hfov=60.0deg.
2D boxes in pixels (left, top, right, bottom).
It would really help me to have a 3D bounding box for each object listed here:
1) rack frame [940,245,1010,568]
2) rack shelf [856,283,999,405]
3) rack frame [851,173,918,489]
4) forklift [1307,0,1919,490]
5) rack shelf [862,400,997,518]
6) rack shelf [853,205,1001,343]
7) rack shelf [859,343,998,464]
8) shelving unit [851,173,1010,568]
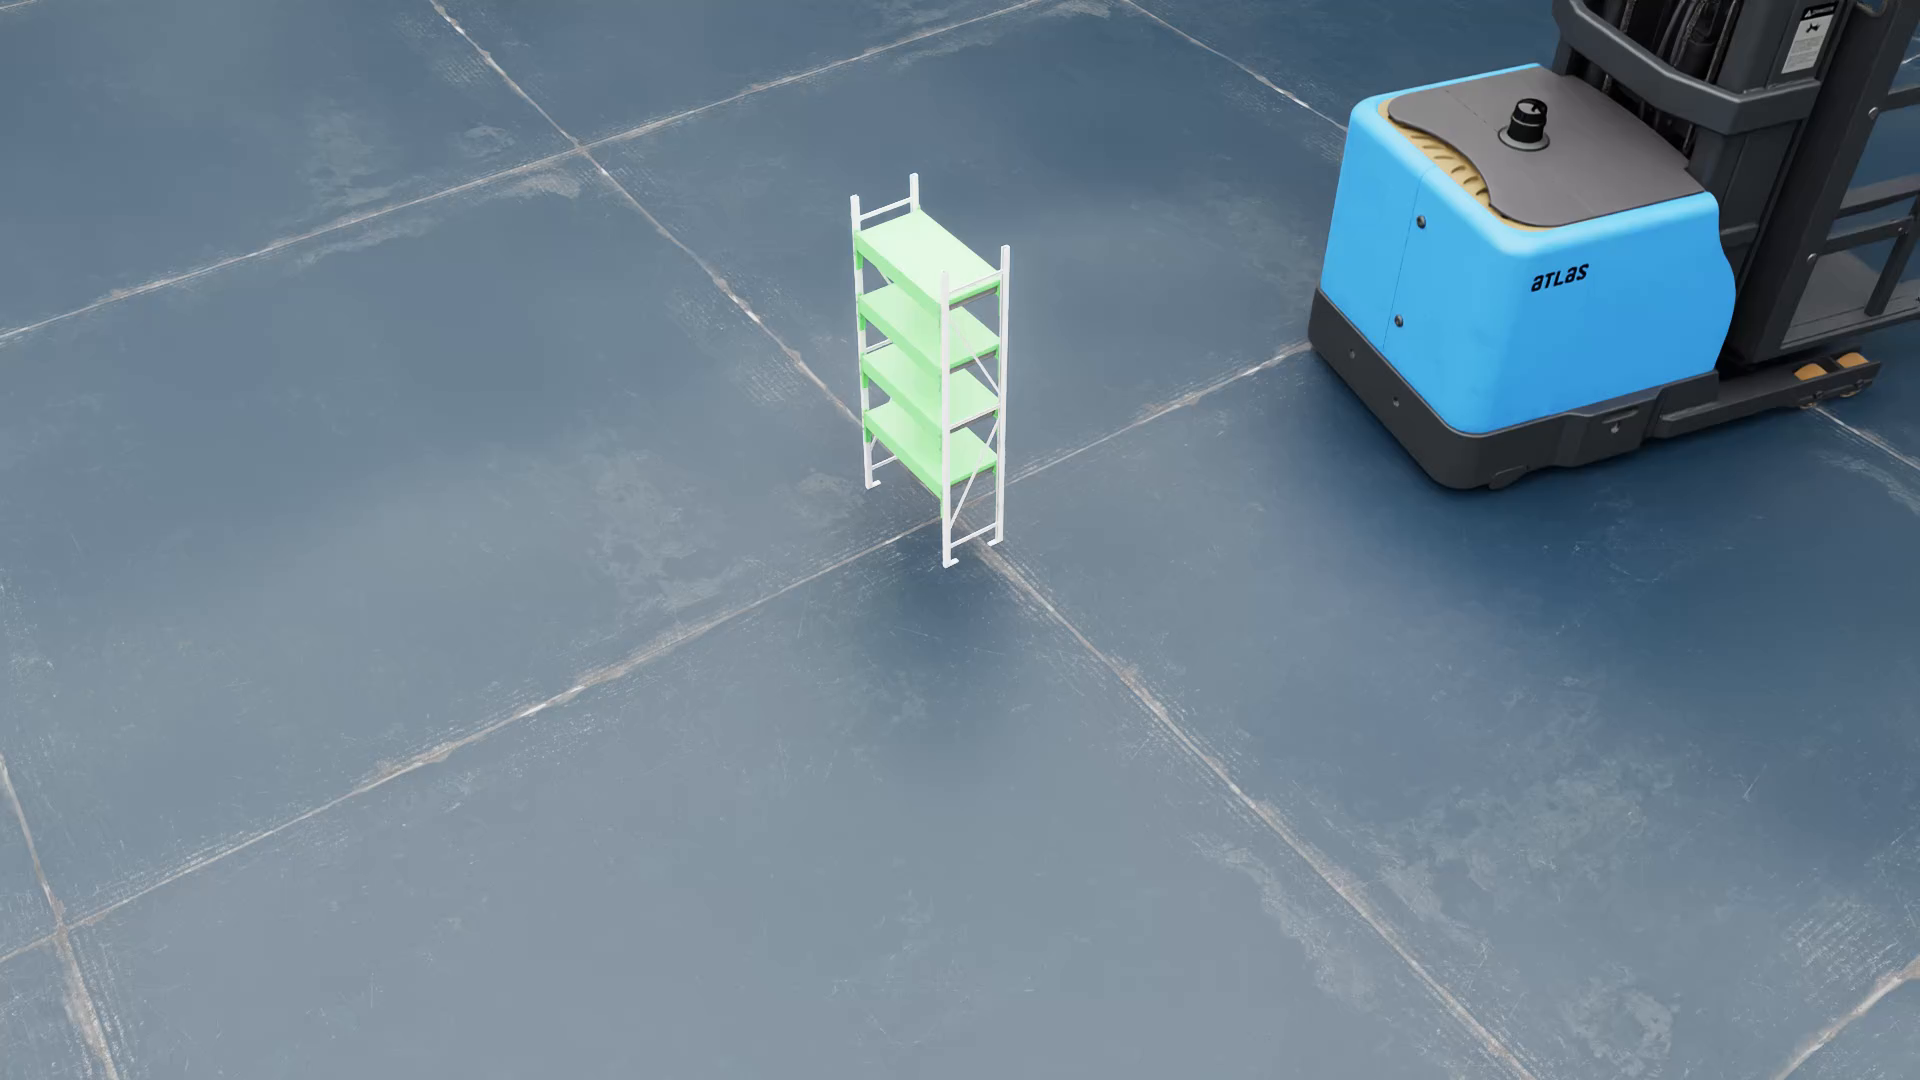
[{"bbox_3d":[0.045,-0.390,5.289,0.240,1.200,0.015,-26,49,-24],"label":"rack frame"},{"bbox_3d":[-0.095,-0.655,5.312,0.258,0.148,0.480,-26,49,-24],"label":"rack shelf"},{"bbox_3d":[-0.234,-0.666,5.579,0.240,1.200,0.015,-26,49,-24],"label":"rack frame"},{"bbox_3d":[2.923,-1.881,5.598,3.031,2.935,1.130,-15,46,-15],"label":"forklift"},{"bbox_3d":[-0.095,-0.308,5.644,0.258,0.148,0.480,-26,49,-24],"label":"rack shelf"},{"bbox_3d":[-0.095,-0.829,5.147,0.258,0.148,0.480,-26,49,-24],"label":"rack shelf"},{"bbox_3d":[-0.095,-0.482,5.478,0.258,0.148,0.480,-26,49,-24],"label":"rack shelf"},{"bbox_3d":[-0.095,-0.528,5.434,0.258,1.200,0.503,-26,49,-24],"label":"shelving unit"}]
